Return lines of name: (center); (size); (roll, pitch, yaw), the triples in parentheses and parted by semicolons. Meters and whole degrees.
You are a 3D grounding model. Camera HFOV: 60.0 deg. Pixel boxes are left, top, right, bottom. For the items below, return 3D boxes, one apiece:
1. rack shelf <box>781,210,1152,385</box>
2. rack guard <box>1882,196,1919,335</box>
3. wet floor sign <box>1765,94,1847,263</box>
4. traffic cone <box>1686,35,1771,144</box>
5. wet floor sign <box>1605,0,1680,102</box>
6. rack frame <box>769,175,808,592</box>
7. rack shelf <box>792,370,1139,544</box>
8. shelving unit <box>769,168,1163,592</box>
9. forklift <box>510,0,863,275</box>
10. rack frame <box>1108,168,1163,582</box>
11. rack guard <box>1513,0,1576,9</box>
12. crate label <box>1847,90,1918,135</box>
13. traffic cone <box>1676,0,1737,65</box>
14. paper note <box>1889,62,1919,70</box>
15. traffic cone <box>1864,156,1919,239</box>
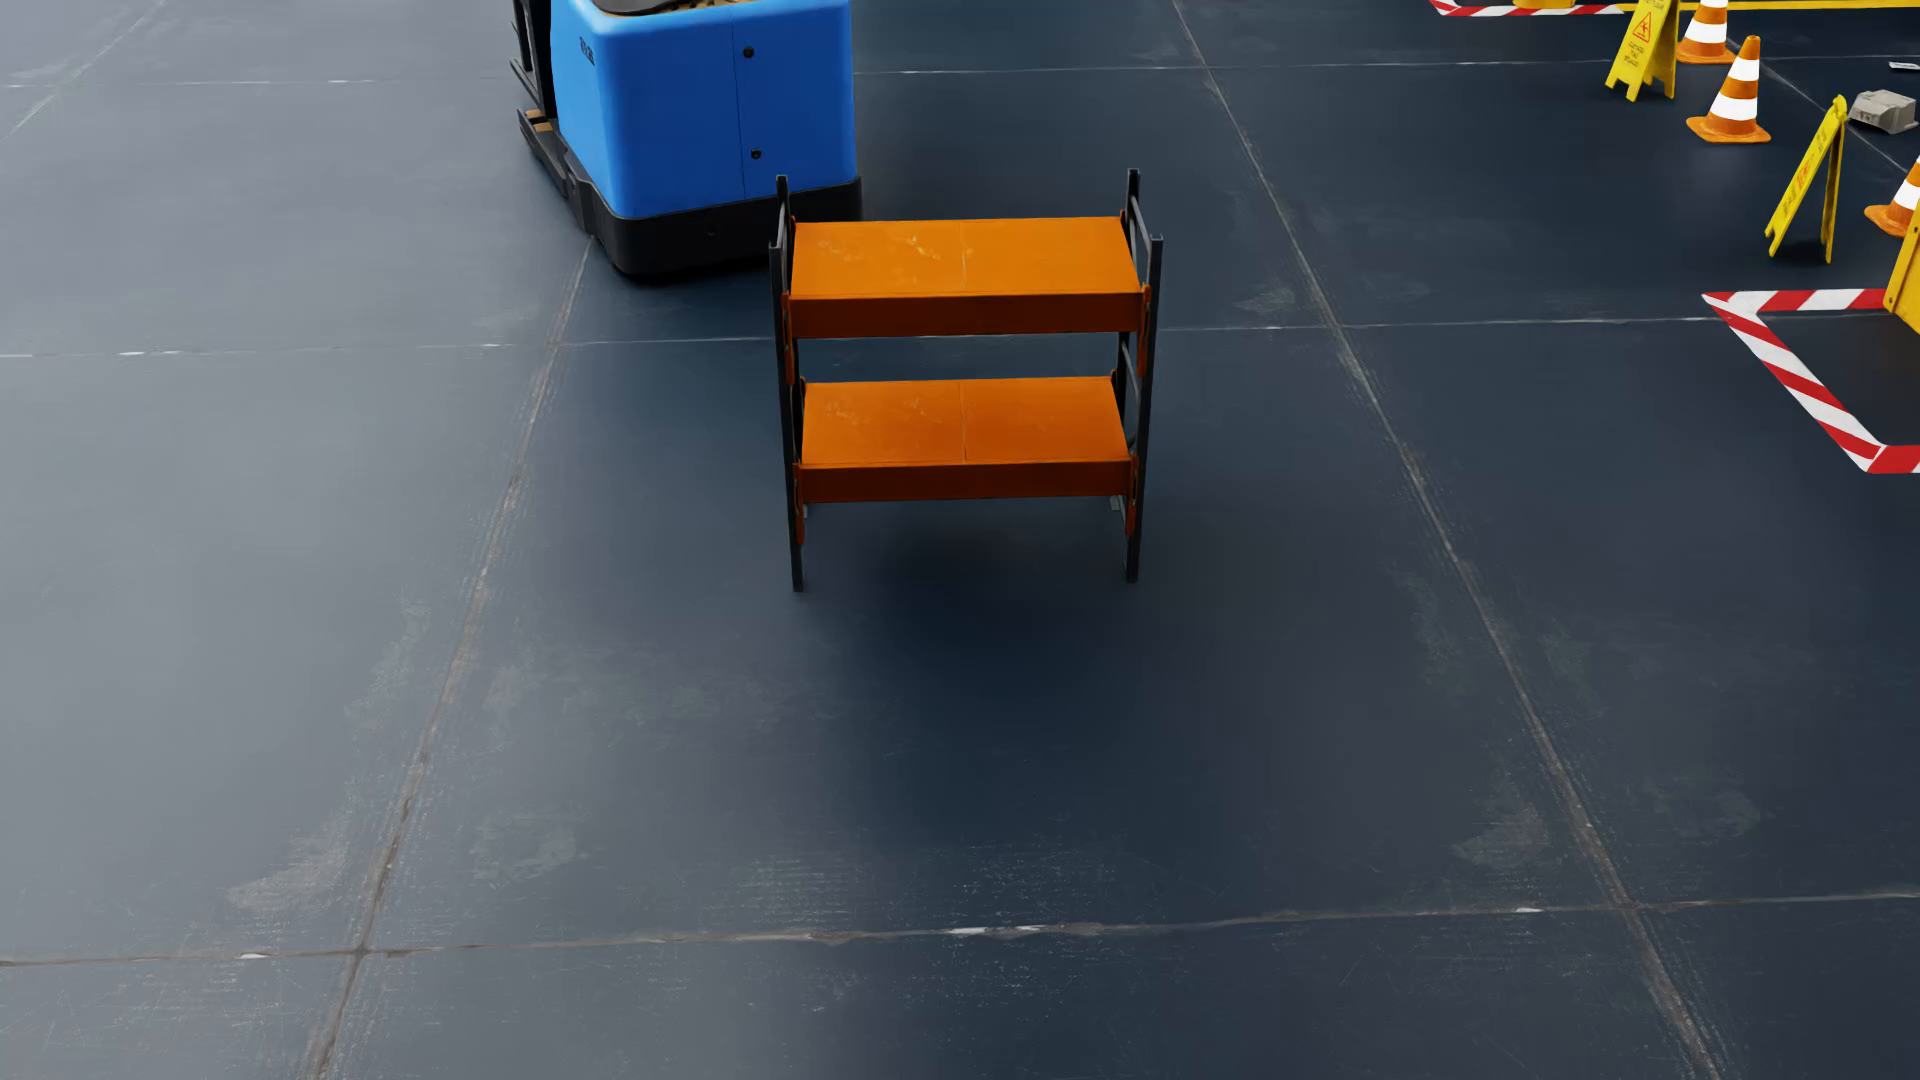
rack shelf: (0.007, -0.703, 4.764); (1.000, 0.278, 0.538); (-2, 35, -2)
rack guard: (3.859, -0.842, 6.028); (0.348, 0.500, 1.175); (-2, 35, -2)
wet floor sign: (3.542, -1.503, 6.855); (0.232, 0.644, 0.267); (10, 36, 14)
traffic cone: (3.759, -2.191, 8.010); (0.334, 0.463, 0.336); (-2, 35, -2)
wet floor sign: (3.512, -2.585, 8.418); (0.232, 0.644, 0.267); (-7, 35, -10)
rack frame: (-0.501, -0.449, 4.910); (0.032, 1.125, 0.500); (-2, 35, -2)
rack shelf: (0.007, -0.262, 5.069); (1.000, 0.278, 0.538); (-2, 35, -2)
shelving unit: (0.007, -0.463, 4.930); (1.048, 1.125, 0.538); (-2, 35, -2)
forklift: (-1.469, -3.095, 7.146); (1.130, 2.935, 3.031); (-14, 37, -19)
rack frame: (0.515, -0.476, 4.950); (0.032, 1.125, 0.500); (-2, 35, -2)
rack guard: (3.423, -3.650, 10.085); (0.348, 0.500, 1.175); (-2, 35, -2)
crate label: (4.541, -2.114, 8.184); (0.298, 0.136, 0.250); (-20, 39, -26)
traffic cone: (4.045, -2.843, 8.951); (0.334, 0.463, 0.336); (-2, 35, -2)
paper note: (5.052, -2.533, 8.885); (0.142, 0.017, 0.144); (10, 36, 14)
traffic cone: (4.151, -1.570, 7.111); (0.334, 0.463, 0.336); (-2, 35, -2)
